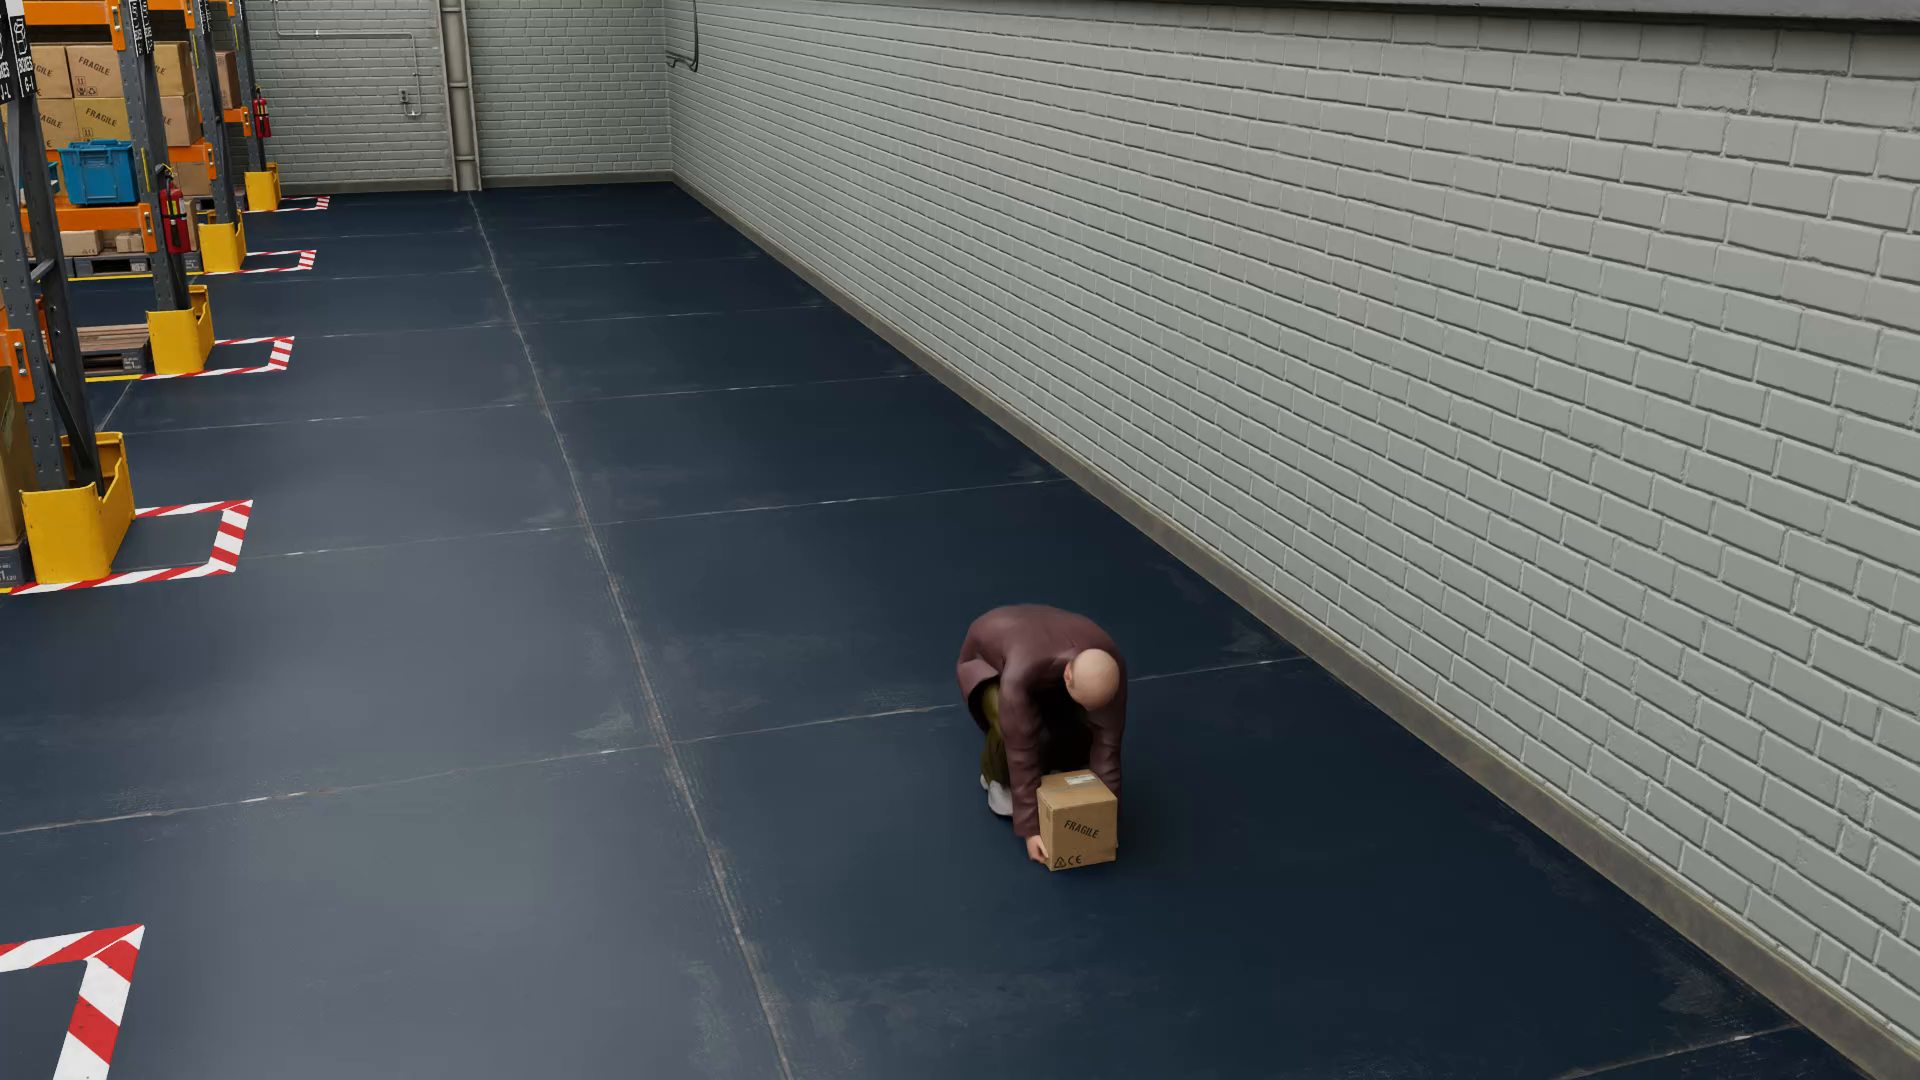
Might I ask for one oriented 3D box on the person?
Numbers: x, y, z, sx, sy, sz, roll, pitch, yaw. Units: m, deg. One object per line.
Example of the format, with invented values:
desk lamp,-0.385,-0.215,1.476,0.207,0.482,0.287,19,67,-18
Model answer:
person,0.313,0.656,6.215,0.575,0.819,0.942,-7,20,-19
